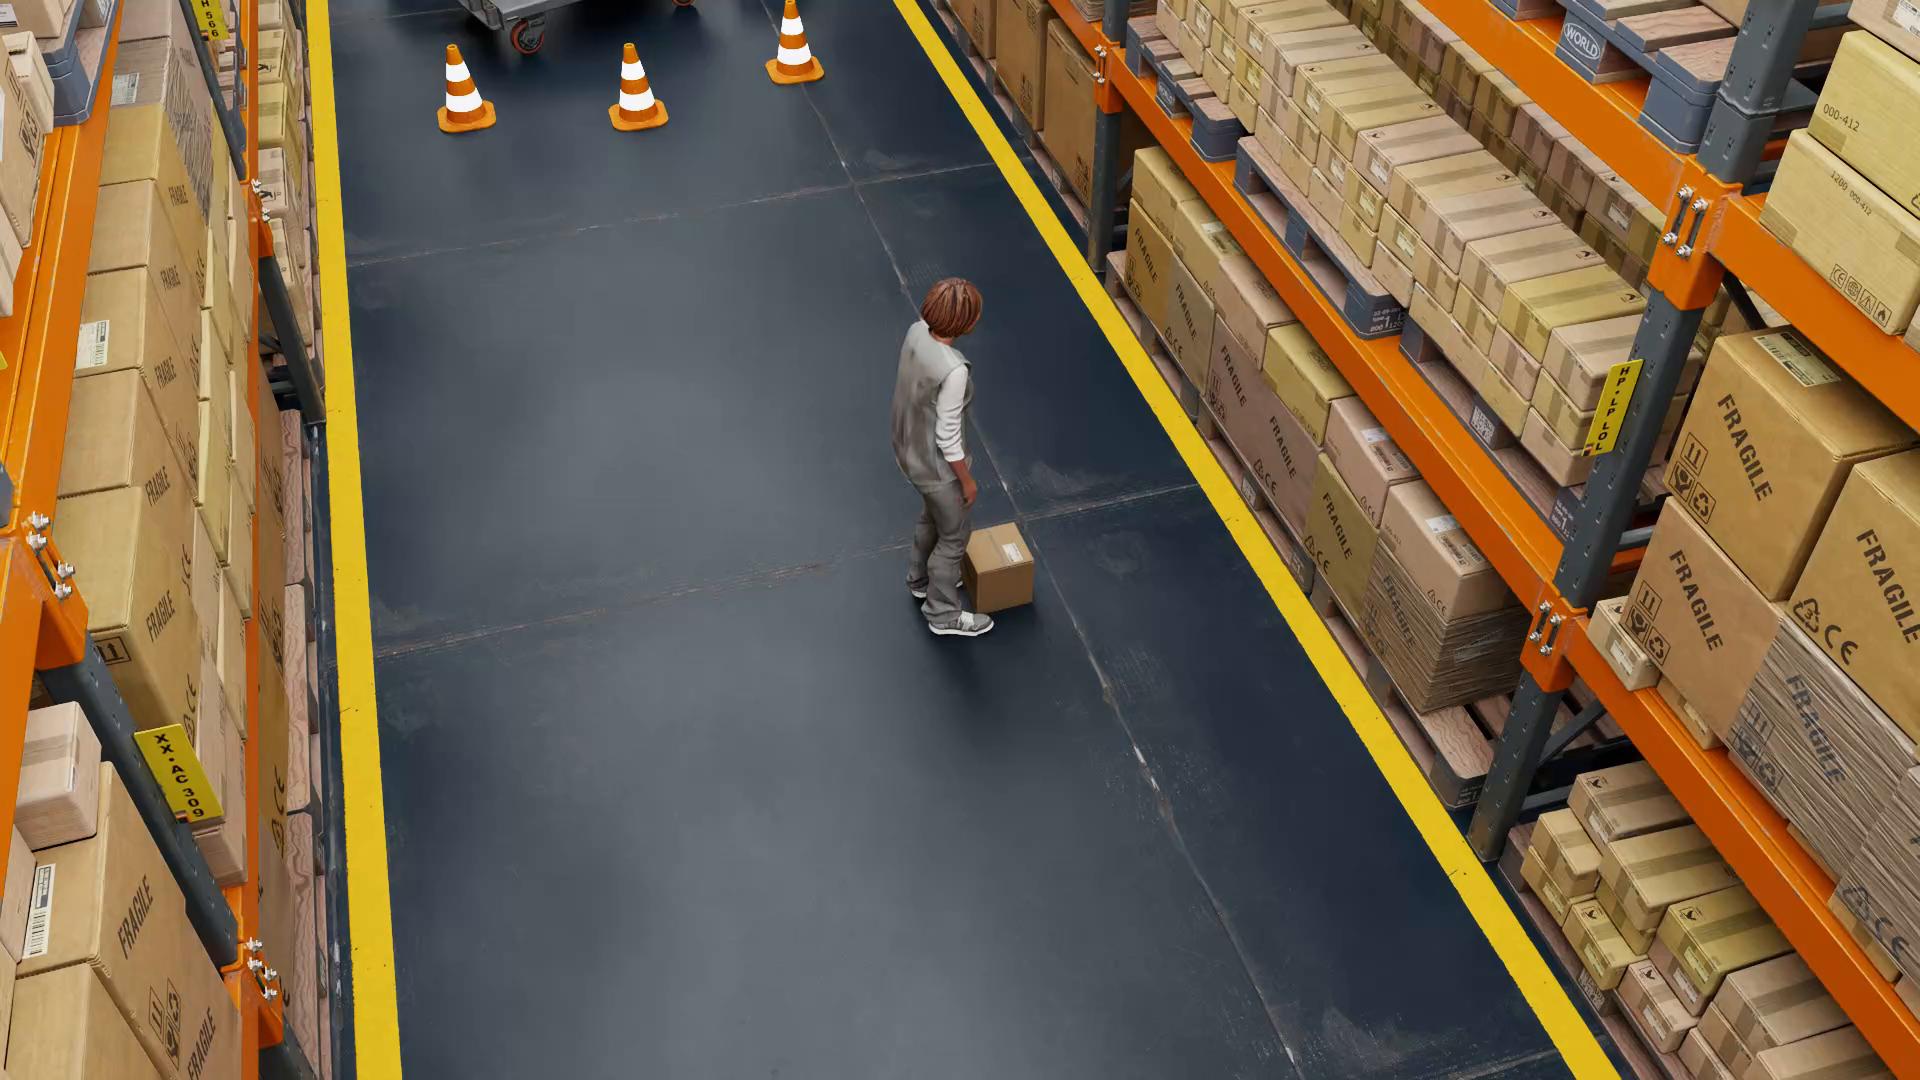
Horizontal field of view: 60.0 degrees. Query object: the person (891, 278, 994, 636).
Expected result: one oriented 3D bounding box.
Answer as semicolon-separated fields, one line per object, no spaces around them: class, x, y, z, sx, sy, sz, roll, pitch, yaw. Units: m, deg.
person;-0.078;-0.319;6.512;0.341;1.594;0.482;-14;45;-14
